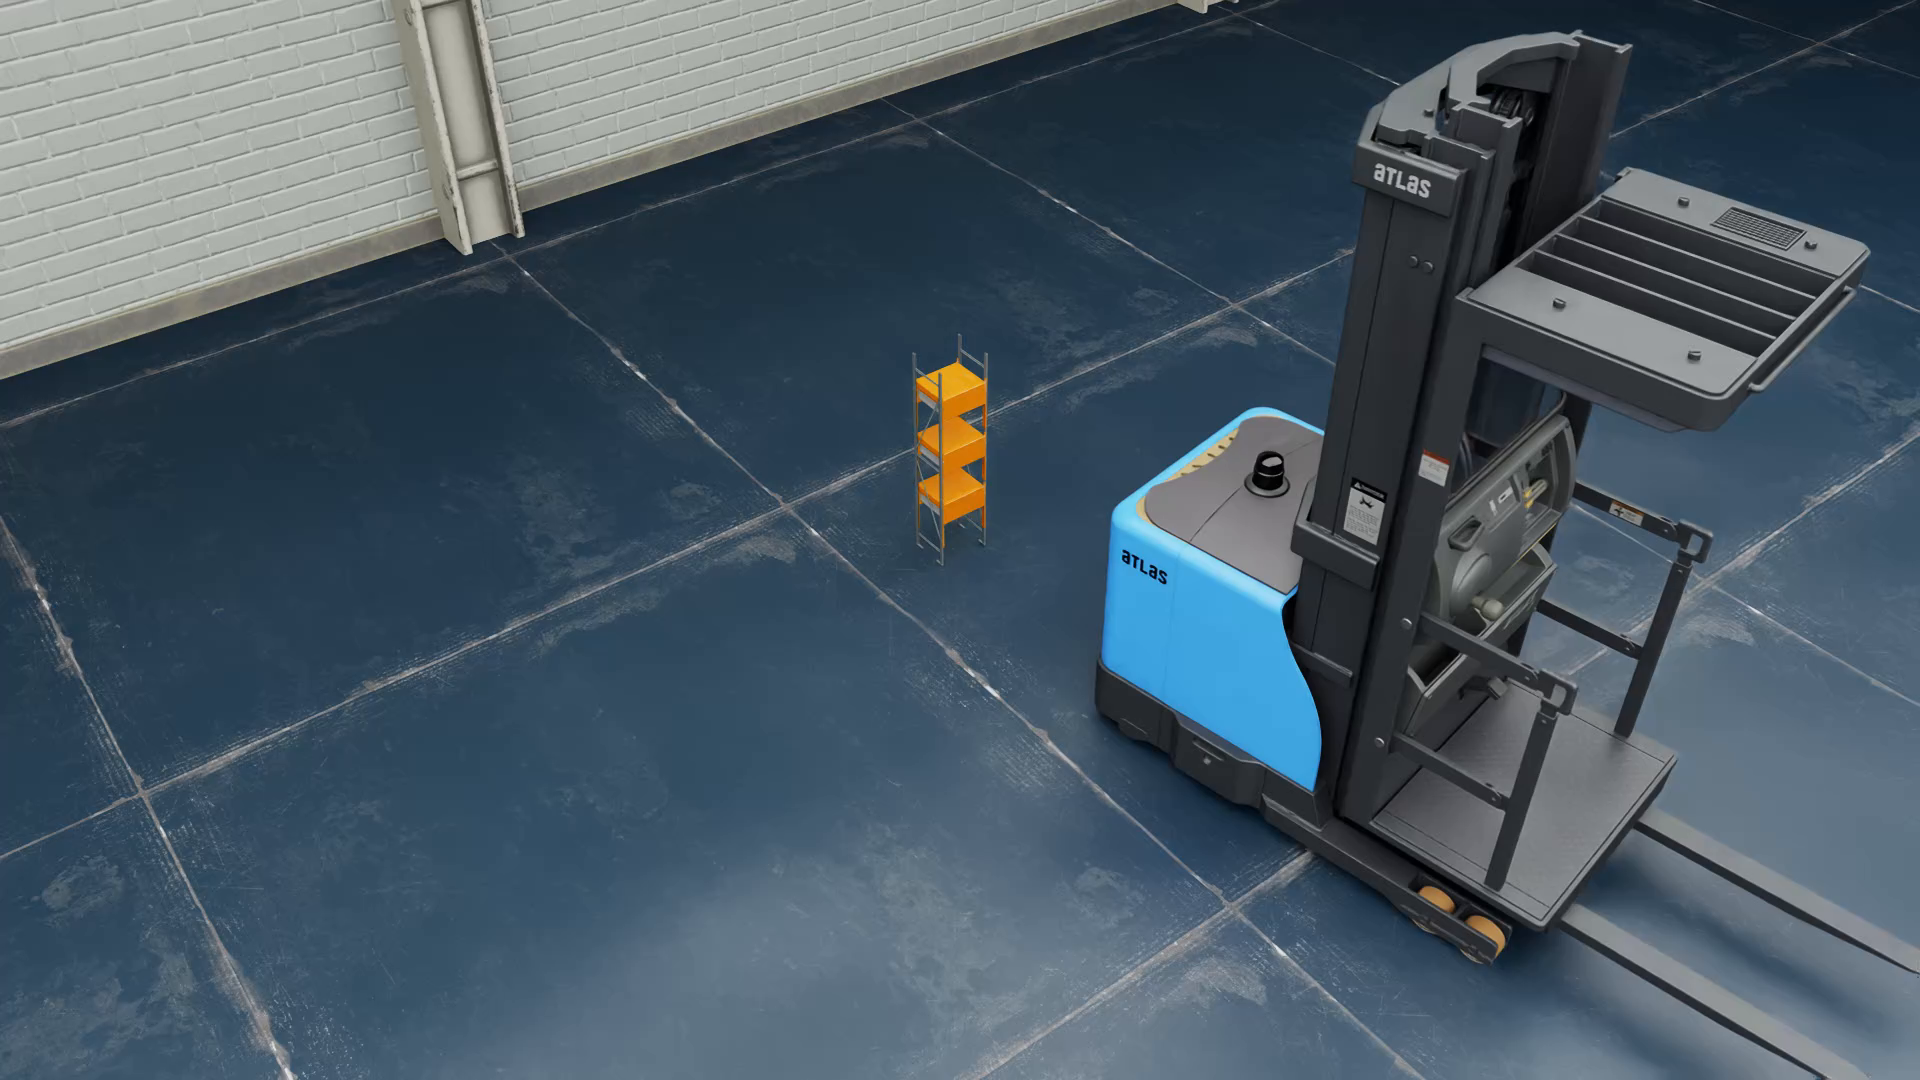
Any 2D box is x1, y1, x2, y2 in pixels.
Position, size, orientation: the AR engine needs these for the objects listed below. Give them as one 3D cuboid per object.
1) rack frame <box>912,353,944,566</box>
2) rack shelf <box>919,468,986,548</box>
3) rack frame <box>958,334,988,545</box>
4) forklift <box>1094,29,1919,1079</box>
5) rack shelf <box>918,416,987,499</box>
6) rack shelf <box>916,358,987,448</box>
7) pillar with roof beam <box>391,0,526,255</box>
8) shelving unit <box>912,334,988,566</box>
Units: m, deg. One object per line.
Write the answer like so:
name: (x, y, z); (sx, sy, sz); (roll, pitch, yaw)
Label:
rack frame: (-0.139, -0.338, 7.334); (0.008, 1.050, 0.200); (-26, 46, -28)
rack shelf: (-0.042, -0.162, 7.575); (0.240, 0.259, 0.215); (-26, 46, -28)
rack frame: (0.054, -0.432, 7.449); (0.008, 1.050, 0.200); (-26, 46, -28)
forklift: (1.977, -0.009, 5.450); (3.031, 2.935, 1.130); (30, 48, 32)
rack shelf: (-0.042, -0.377, 7.399); (0.240, 0.259, 0.215); (-26, 46, -28)
rack shelf: (-0.042, -0.596, 7.219); (0.240, 0.259, 0.215); (-26, 46, -28)
pillar with roof beam: (-0.232, -3.144, 4.487); (0.400, 9.000, 9.100); (-26, 46, -28)
shelving unit: (-0.042, -0.385, 7.392); (0.252, 1.050, 0.215); (-26, 46, -28)
